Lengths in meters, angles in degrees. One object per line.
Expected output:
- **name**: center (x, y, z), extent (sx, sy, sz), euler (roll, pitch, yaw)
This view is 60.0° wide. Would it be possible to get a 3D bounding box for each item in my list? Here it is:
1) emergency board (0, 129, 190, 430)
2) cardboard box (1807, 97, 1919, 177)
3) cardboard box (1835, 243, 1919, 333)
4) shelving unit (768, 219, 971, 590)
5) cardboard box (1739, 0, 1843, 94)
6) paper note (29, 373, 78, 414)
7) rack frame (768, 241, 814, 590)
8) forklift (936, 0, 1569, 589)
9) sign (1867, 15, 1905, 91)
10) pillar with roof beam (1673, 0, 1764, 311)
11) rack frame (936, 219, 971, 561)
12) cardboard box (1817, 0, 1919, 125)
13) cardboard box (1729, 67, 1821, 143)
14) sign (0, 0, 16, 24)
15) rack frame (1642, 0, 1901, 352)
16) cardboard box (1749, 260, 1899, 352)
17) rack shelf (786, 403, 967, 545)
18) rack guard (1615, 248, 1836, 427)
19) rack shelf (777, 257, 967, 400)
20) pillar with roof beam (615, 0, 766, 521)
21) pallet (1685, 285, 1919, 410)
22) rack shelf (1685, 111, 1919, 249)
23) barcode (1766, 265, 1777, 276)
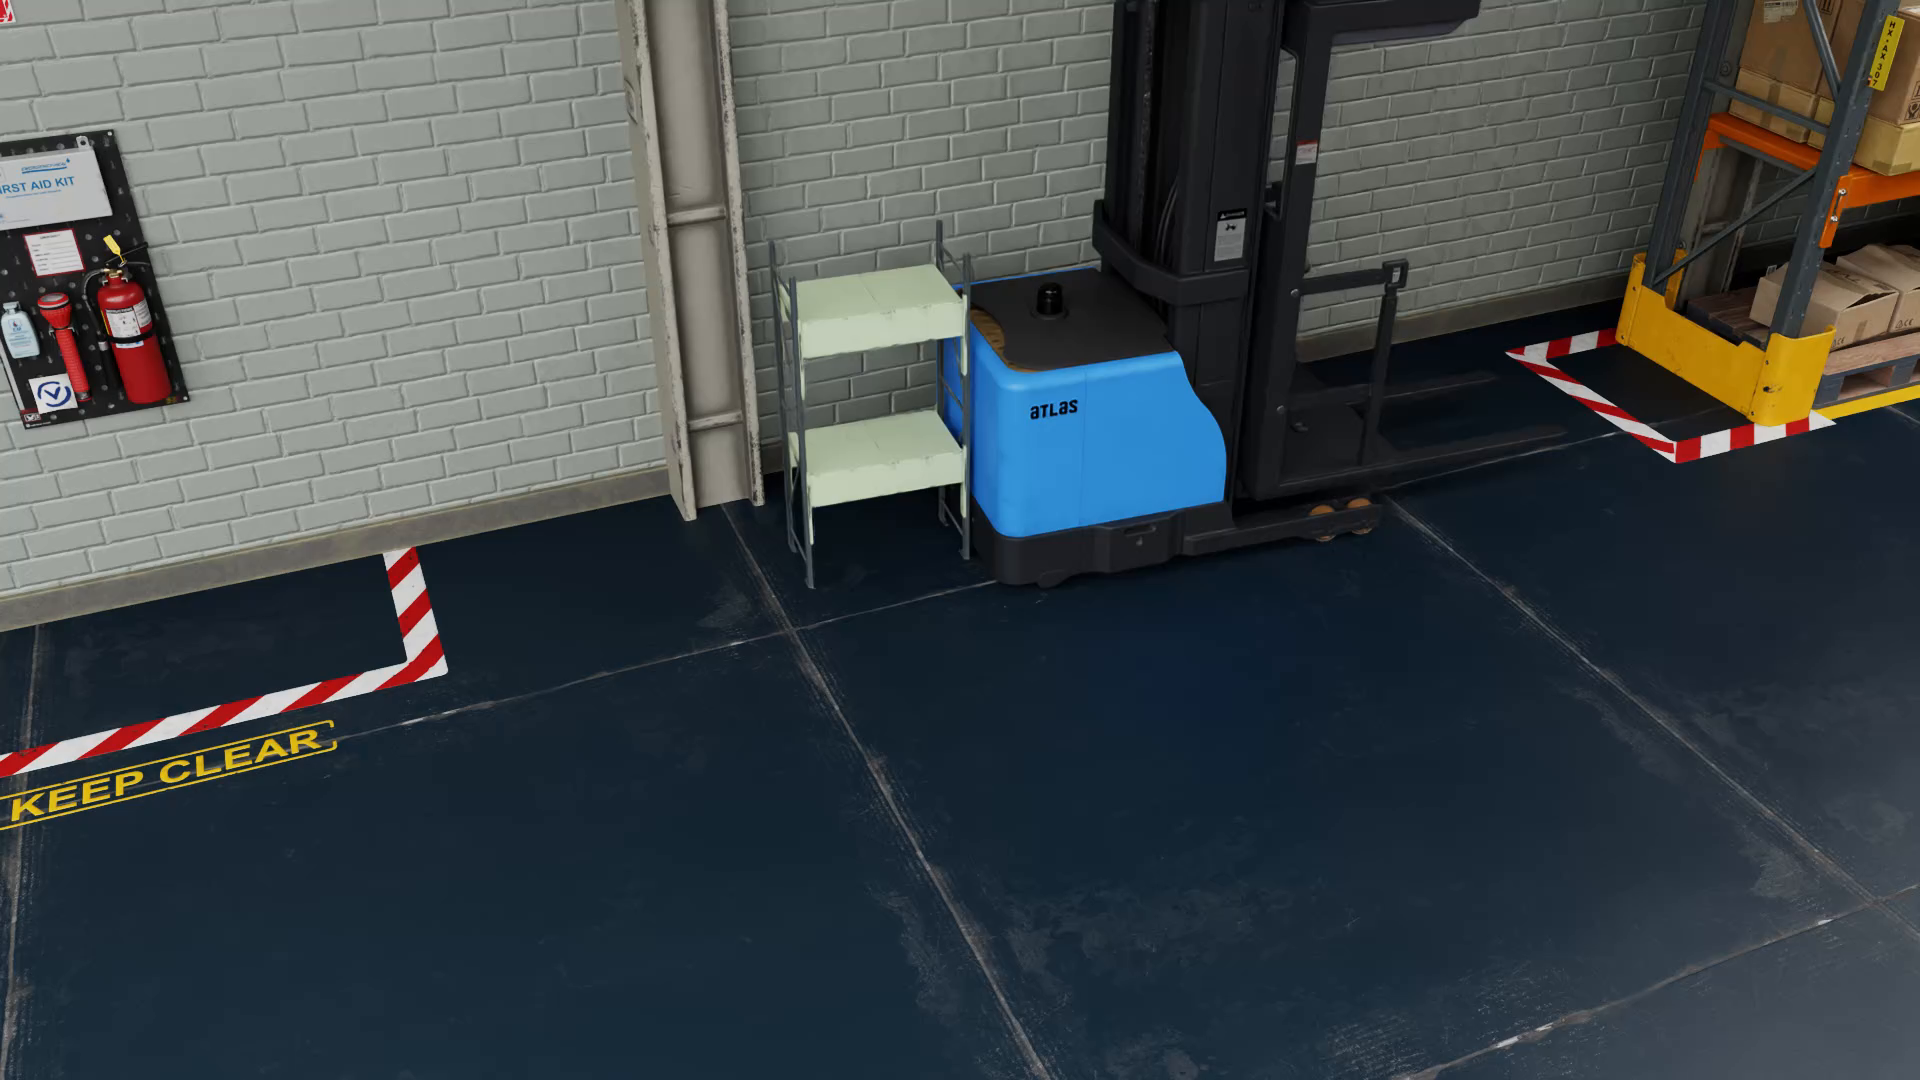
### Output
- **emergency board**: center (-3.472, -0.963, 6.480), extent (0.643, 1.169, 0.194), euler (-13, 35, -19)
- **cardboard box**: center (4.616, -2.039, 8.252), extent (0.500, 0.250, 0.500), euler (-14, 36, -20)
- **cardboard box**: center (5.242, -1.429, 9.257), extent (0.500, 0.311, 0.500), euler (-10, 34, -15)
- **shelving unit**: center (-0.377, -0.574, 7.257), extent (0.755, 1.500, 0.431), euler (-10, 34, -15)
- **cardboard box**: center (4.396, -2.616, 8.452), extent (0.500, 0.500, 0.500), euler (-13, 35, -19)
- **paper note**: center (-3.662, -0.591, 6.716), extent (0.142, 0.148, 0.016), euler (-13, 35, -19)
- **rack frame**: center (-0.724, -0.511, 7.160), extent (0.023, 1.500, 0.400), euler (-10, 34, -15)
- **forklift**: center (1.449, -1.485, 7.345), extent (3.031, 2.935, 1.130), euler (-10, 34, -15)
- **sign**: center (4.253, -2.240, 7.648), extent (0.005, 0.325, 0.100), euler (-13, 35, -19)
- **pillar with roof beam**: center (6.020, -3.082, 4.236), extent (0.400, 9.000, 9.100), euler (-13, 35, -19)
- **rack frame**: center (-0.030, -0.637, 7.354), extent (0.023, 1.500, 0.400), euler (-10, 34, -15)
- **cardboard box**: center (4.600, -2.359, 8.057), extent (0.500, 0.500, 0.500), euler (-13, 35, -19)
- **cardboard box**: center (4.399, -2.292, 8.641), extent (0.500, 0.250, 0.500), euler (-12, 35, -18)
- **sign**: center (-3.518, -1.983, 5.922), extent (0.199, 0.298, 0.001), euler (-13, 35, -19)
- **rack frame**: center (4.043, -2.150, 8.304), extent (0.127, 3.000, 1.000), euler (-13, 35, -19)
- **cardboard box**: center (4.716, -1.308, 9.072), extent (0.500, 0.311, 0.500), euler (-17, 37, -24)
- **rack shelf**: center (-0.377, -0.301, 7.435), extent (0.720, 0.370, 0.431), euler (-10, 34, -15)
- **rack guard**: center (4.113, -1.118, 9.010), extent (0.348, 0.500, 1.175), euler (-13, 35, -19)
- **rack shelf**: center (-0.377, -0.901, 7.044), extent (0.720, 0.370, 0.431), euler (-10, 34, -15)
- **pillar with roof beam**: center (0.488, -1.816, 2.289), extent (0.400, 9.000, 9.100), euler (-13, 35, -19)
- **pallet**: center (4.876, -1.151, 9.325), extent (1.213, 0.211, 1.003), euler (-13, 35, -19)
- **rack shelf**: center (5.887, -2.271, 9.149), extent (4.000, 0.370, 1.077), euler (-13, 35, -19)
- **barcode**: center (4.578, -1.517, 9.385), extent (0.075, 0.075, 0.001), euler (-13, 35, -19)
